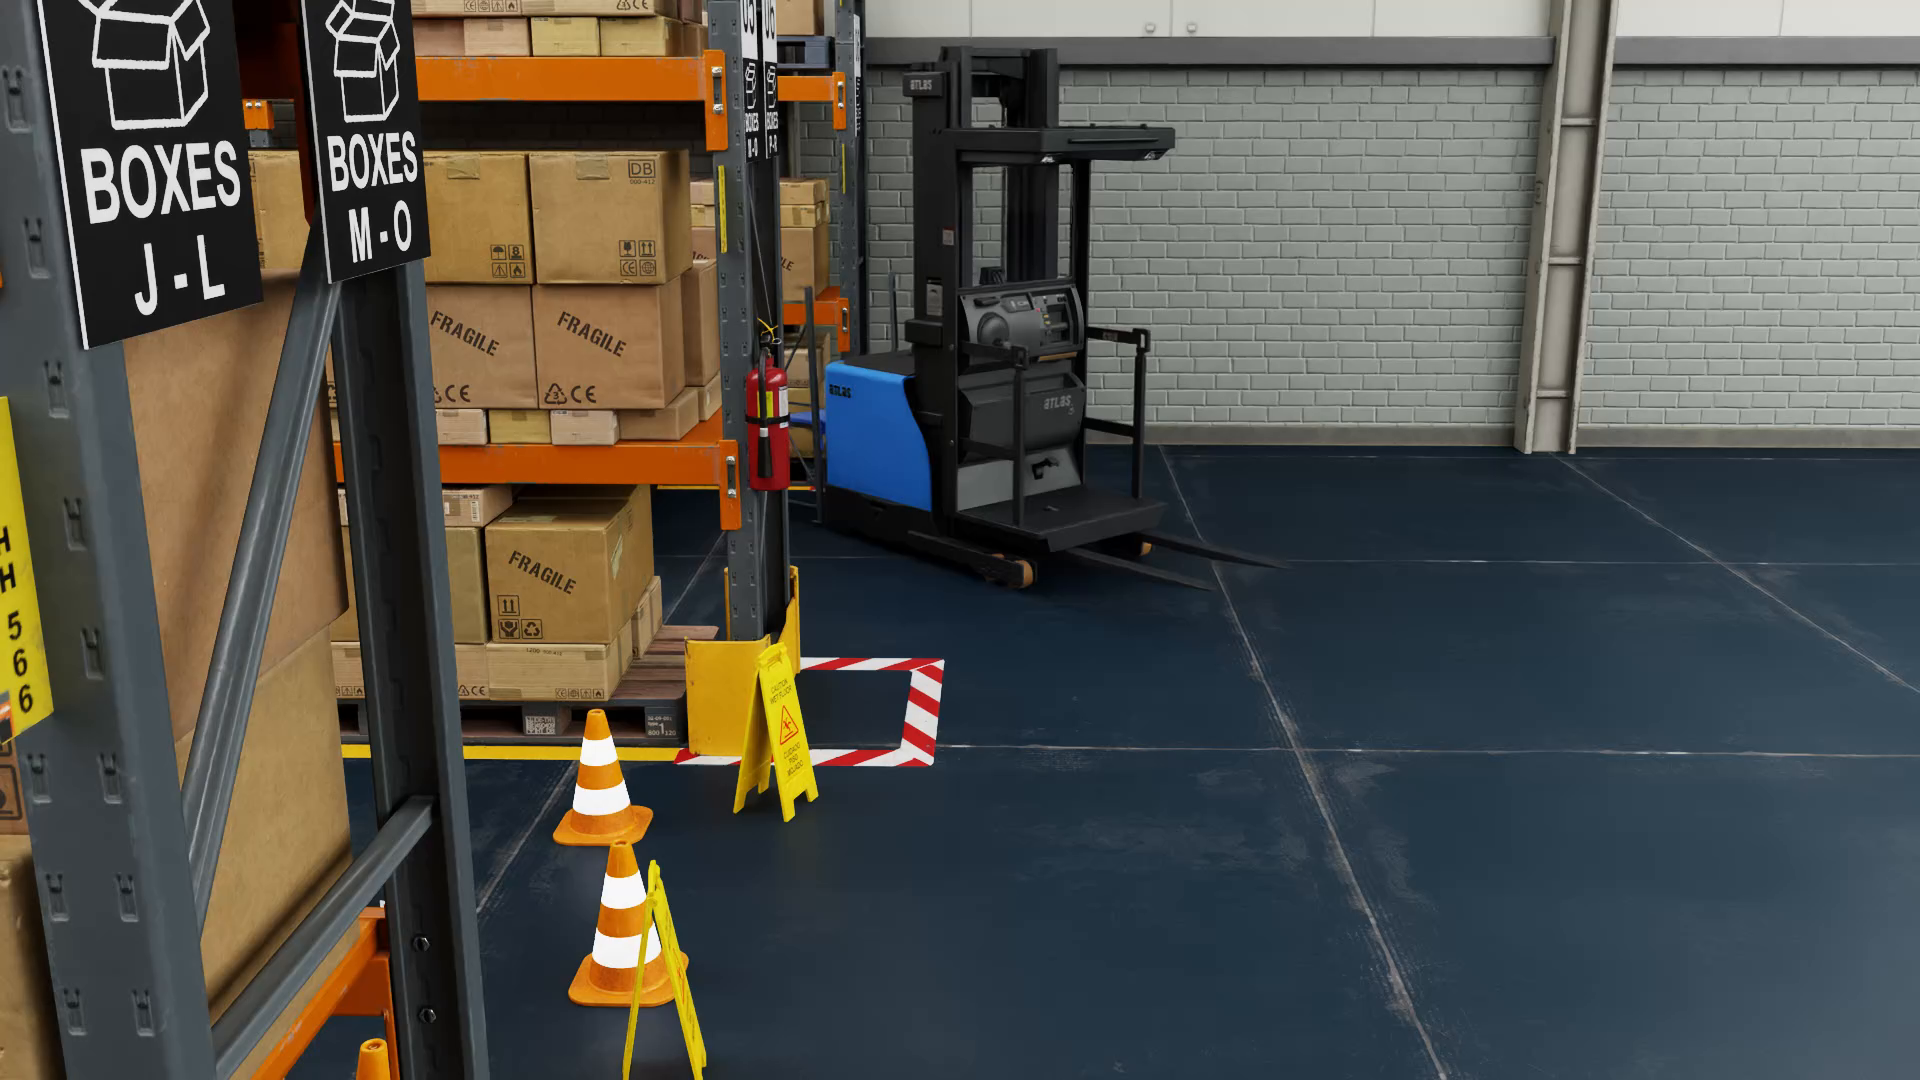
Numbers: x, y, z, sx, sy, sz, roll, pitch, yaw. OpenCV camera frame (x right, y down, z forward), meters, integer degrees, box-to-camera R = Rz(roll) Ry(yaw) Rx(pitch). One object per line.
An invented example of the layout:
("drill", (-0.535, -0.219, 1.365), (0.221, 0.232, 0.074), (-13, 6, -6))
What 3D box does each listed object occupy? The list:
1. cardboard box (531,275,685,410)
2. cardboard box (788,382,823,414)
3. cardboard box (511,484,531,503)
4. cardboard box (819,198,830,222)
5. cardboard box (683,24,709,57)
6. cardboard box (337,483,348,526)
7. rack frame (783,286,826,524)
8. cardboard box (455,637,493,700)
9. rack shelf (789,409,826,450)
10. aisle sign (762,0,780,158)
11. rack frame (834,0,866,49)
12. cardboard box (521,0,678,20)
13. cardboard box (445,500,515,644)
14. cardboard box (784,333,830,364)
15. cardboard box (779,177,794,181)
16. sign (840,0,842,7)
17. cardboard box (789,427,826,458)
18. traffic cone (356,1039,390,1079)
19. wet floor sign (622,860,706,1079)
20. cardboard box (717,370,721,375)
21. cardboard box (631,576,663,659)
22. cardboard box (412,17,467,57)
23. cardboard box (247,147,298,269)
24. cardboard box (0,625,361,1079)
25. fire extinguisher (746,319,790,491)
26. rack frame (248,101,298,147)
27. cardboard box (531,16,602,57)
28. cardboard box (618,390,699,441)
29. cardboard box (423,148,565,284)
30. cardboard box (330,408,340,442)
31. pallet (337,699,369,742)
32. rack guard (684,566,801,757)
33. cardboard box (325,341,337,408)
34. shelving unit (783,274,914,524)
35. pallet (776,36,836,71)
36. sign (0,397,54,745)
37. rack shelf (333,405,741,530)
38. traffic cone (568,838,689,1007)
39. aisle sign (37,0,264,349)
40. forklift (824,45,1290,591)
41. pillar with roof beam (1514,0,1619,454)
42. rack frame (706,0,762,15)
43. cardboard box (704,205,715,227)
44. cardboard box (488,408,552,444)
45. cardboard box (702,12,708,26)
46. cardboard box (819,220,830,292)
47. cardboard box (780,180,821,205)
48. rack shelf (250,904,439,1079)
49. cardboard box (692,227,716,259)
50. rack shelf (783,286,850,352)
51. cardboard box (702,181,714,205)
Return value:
("cardboard box", (-1.425, -0.823, 6.801), (0.500, 0.500, 0.500), (0, 15, 0))
("cardboard box", (-1.247, -1.002, 11.846), (0.500, 0.250, 0.500), (0, 15, 1))
("cardboard box", (-2.222, -0.012, 7.602), (0.500, 0.500, 0.500), (0, 15, -1))
("cardboard box", (-1.085, -2.394, 12.067), (0.250, 0.149, 0.380), (0, 15, 0))
("cardboard box", (-1.199, -2.112, 7.076), (0.250, 0.149, 0.380), (0, 15, 1))
("cardboard box", (-2.567, -0.176, 6.953), (0.250, 0.149, 0.380), (1, 15, 4))
("rack frame", (-1.060, -0.871, 10.645), (0.032, 1.500, 0.500), (-12, 16, -39))
("cardboard box", (-2.208, 0.487, 7.183), (0.500, 0.250, 0.500), (0, 15, 2))
("rack shelf", (-0.667, -0.780, 11.002), (1.000, 0.185, 0.538), (-12, 16, -39))
("aisle sign", (-0.806, -2.033, 7.071), (0.004, 0.787, 0.394), (0, 15, 1))
("rack frame", (-0.753, -4.864, 11.138), (0.127, 3.000, 1.000), (0, 15, 1))
("cardboard box", (-1.394, -2.154, 6.456), (0.500, 0.250, 0.500), (0, 15, 1))
("cardboard box", (-2.205, 0.125, 7.084), (0.500, 0.500, 0.500), (1, 15, 4))
("cardboard box", (-1.228, -1.372, 12.267), (0.500, 0.250, 0.500), (0, 15, 1))
("cardboard box", (-1.347, -2.544, 12.051), (0.250, 0.149, 0.380), (1, 15, 3))
("sign", (-0.781, -3.666, 10.893), (0.005, 0.325, 0.100), (0, 15, 1))
("cardboard box", (-1.231, -0.760, 11.906), (0.500, 0.250, 0.500), (0, 15, 2))
("traffic cone", (-1.396, 1.426, 4.027), (0.334, 0.463, 0.336), (0, 15, 1))
("wet floor sign", (-0.822, 1.199, 4.531), (0.232, 0.644, 0.267), (-2, 15, -8))
("cardboard box", (-1.732, -1.246, 11.789), (0.500, 0.250, 0.500), (1, 15, 2))
("cardboard box", (-1.675, 0.353, 7.689), (0.500, 0.250, 0.500), (0, 15, 1))
("cardboard box", (-2.006, -1.980, 6.577), (0.250, 0.149, 0.380), (0, 15, 2))
("cardboard box", (-2.905, -1.342, 6.808), (0.500, 0.500, 0.700), (0, 15, 1))
("cardboard box", (-1.273, 0.502, 2.264), (0.550, 0.550, 0.875), (0, 15, 1))
("fire extinguisher", (-0.773, -0.542, 6.667), (0.183, 0.674, 0.296), (0, 15, 1))
("rack frame", (-4.752, -1.990, 12.002), (0.127, 3.000, 1.000), (0, 15, 1))
("cardboard box", (-1.489, -1.951, 6.467), (0.250, 0.149, 0.380), (0, 15, 2))
("cardboard box", (-1.255, -0.524, 6.940), (0.250, 0.149, 0.380), (1, 15, 3))
("cardboard box", (-1.898, -1.326, 6.748), (0.500, 0.500, 0.700), (1, 15, 2))
("cardboard box", (-2.536, -0.515, 6.903), (0.250, 0.149, 0.380), (0, 15, 1))
("pallet", (-2.980, 0.627, 7.550), (1.213, 0.211, 1.003), (0, 15, 1))
("rack guard", (-0.952, 0.510, 7.426), (0.348, 0.500, 1.175), (0, 15, 1))
("cardboard box", (-2.426, -0.832, 6.834), (0.500, 0.500, 0.500), (0, 15, 1))
("shelving unit", (-0.674, -0.955, 10.964), (1.048, 1.500, 0.538), (-12, 16, -39))
("pallet", (-1.459, -3.383, 11.574), (1.213, 0.211, 1.003), (0, 15, 1))
("sign", (-0.929, 0.029, 1.616), (0.005, 0.325, 0.100), (0, 15, 1))
("rack shelf", (-2.875, -0.363, 7.246), (4.000, 0.370, 1.077), (0, 15, 1))
("traffic cone", (-1.027, 1.140, 5.111), (0.334, 0.463, 0.336), (0, 15, 1))
("aisle sign", (-0.838, -0.615, 1.694), (0.004, 0.787, 0.394), (0, 15, 1))
("forklift", (0.508, -1.288, 9.476), (1.130, 2.935, 3.031), (-13, 20, -41))
("pillar with roof beam", (4.462, -3.962, 7.717), (0.400, 9.000, 9.100), (0, 15, 1))
("rack frame", (-0.876, -3.599, 6.340), (0.127, 3.000, 1.000), (0, 15, 1))
("cardboard box", (-1.621, -2.268, 11.588), (0.250, 0.149, 0.380), (1, 15, 2))
("cardboard box", (-1.767, -0.505, 6.866), (0.250, 0.149, 0.380), (0, 15, 0))
("cardboard box", (-1.589, -3.472, 11.213), (0.250, 0.149, 0.380), (0, 15, 0))
("cardboard box", (-1.241, -2.086, 12.171), (0.500, 0.500, 0.500), (1, 15, 3))
("cardboard box", (-1.116, -2.418, 11.575), (0.250, 0.149, 0.380), (0, 15, 2))
("rack shelf", (-2.901, 0.900, 2.459), (4.000, 0.370, 1.077), (0, 15, 1))
("cardboard box", (-1.770, -1.954, 11.670), (0.500, 0.500, 0.500), (1, 15, 3))
("rack shelf", (-2.752, -1.629, 12.044), (4.000, 0.370, 1.077), (0, 15, 1))
("cardboard box", (-1.626, -2.407, 11.531), (0.250, 0.149, 0.380), (1, 15, 3))
